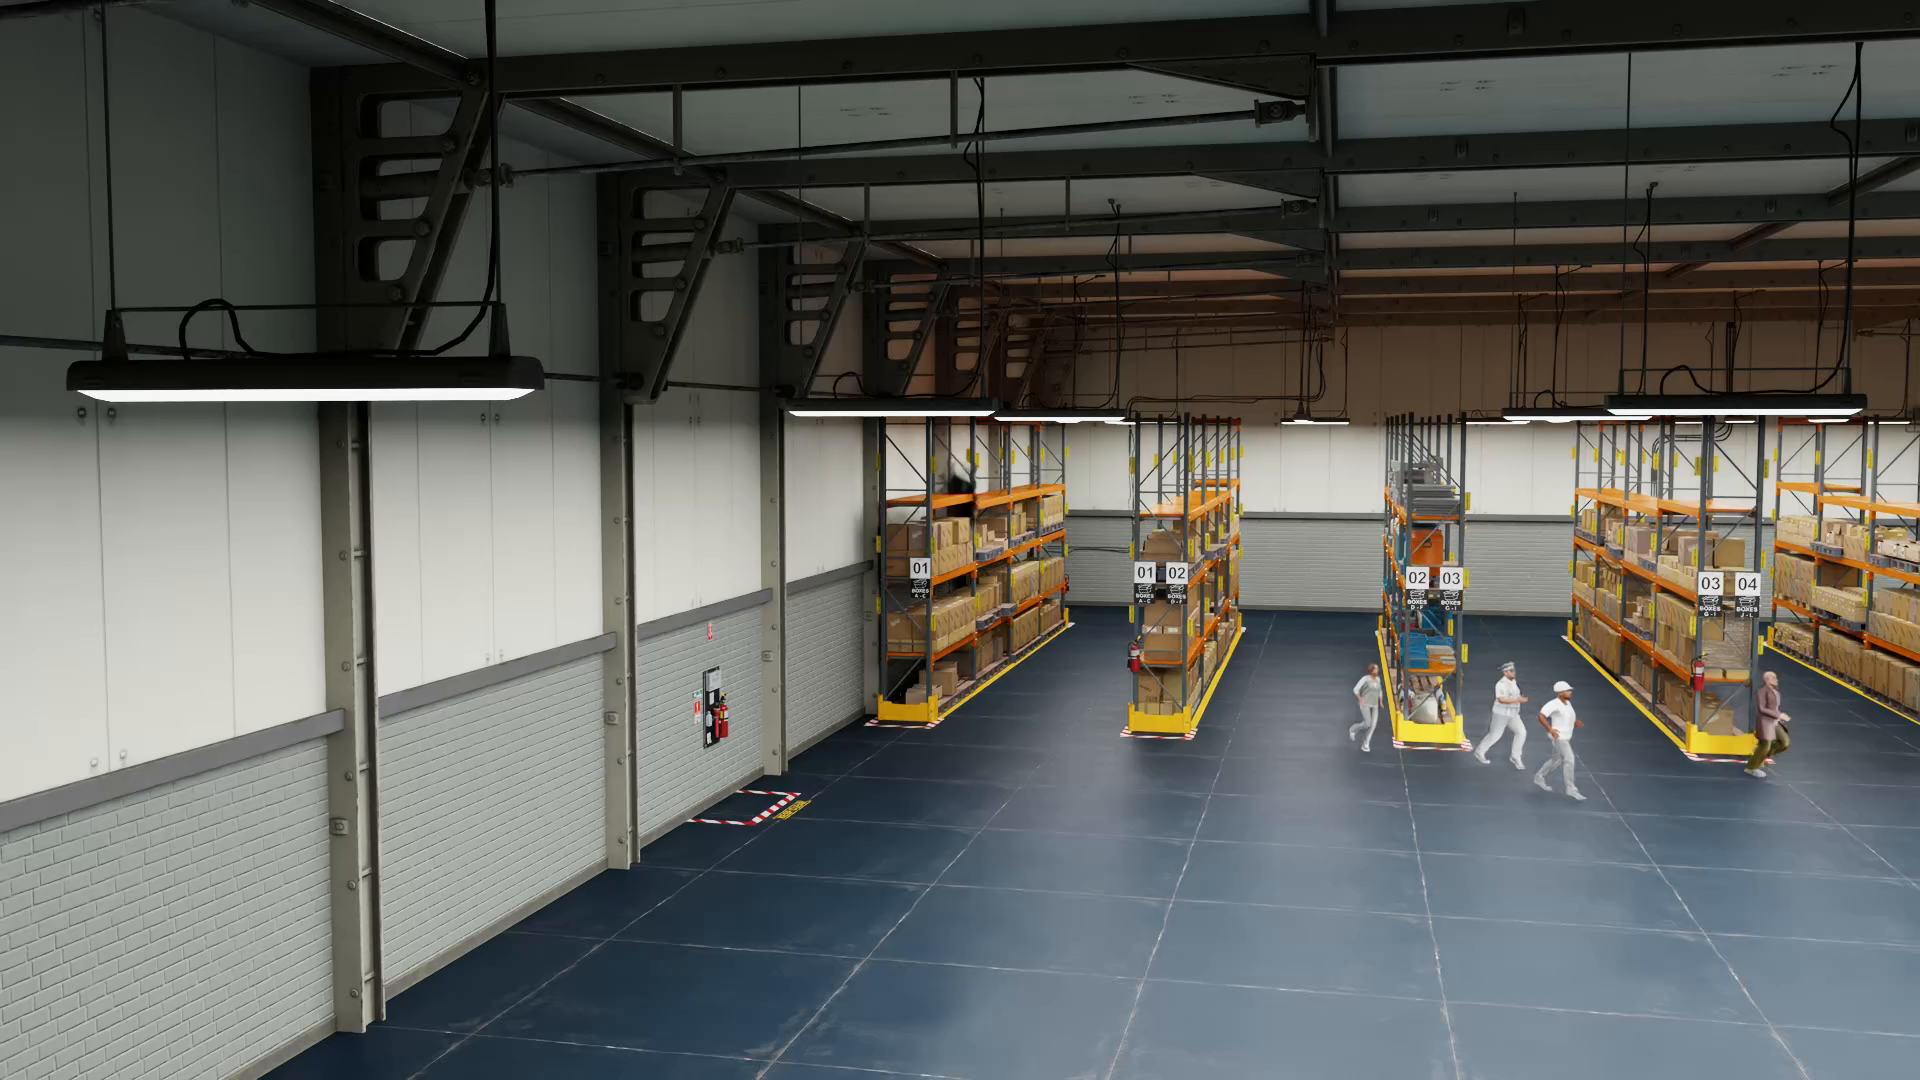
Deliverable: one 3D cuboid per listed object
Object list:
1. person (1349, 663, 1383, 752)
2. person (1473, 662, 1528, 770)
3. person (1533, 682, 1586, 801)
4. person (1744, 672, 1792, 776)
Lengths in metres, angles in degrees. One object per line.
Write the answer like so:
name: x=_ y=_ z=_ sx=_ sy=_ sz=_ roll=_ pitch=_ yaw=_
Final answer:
person: x=7.294 y=2.956 z=29.595 sx=0.583 sy=1.527 sz=0.606 roll=-2 pitch=4 yaw=-22
person: x=9.161 y=2.951 z=28.002 sx=0.672 sy=1.843 sz=0.925 roll=-3 pitch=5 yaw=-41
person: x=9.288 y=3.076 z=25.711 sx=0.849 sy=1.792 sz=0.701 roll=3 pitch=5 yaw=35
person: x=13.279 y=3.014 z=27.228 sx=0.747 sy=1.739 sz=0.759 roll=-3 pitch=5 yaw=-36
